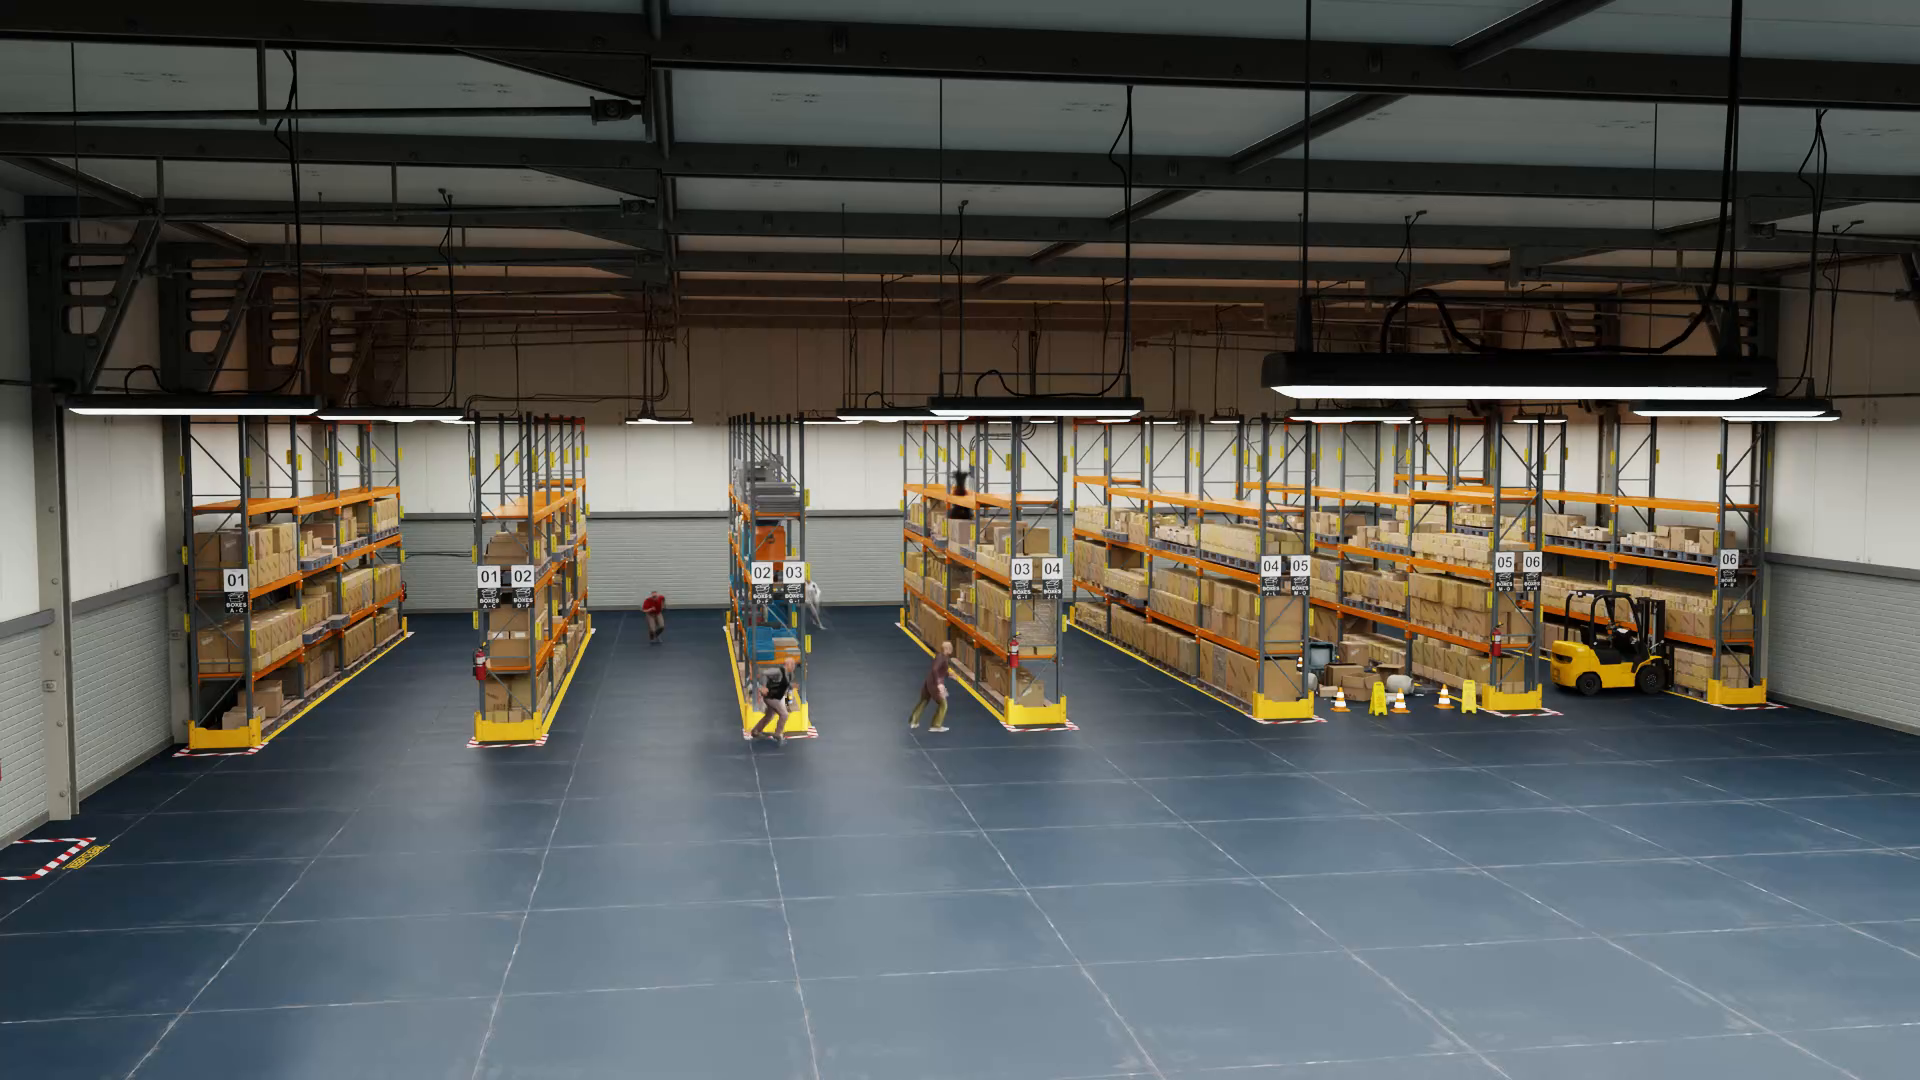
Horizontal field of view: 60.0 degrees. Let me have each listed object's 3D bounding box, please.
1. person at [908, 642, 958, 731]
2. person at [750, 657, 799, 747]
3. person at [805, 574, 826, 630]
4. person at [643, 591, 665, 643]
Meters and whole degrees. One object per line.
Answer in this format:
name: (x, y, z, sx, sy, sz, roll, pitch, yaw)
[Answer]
person: (-0.484, 2.753, 31.306, 0.958, 1.701, 0.759, -1, 4, -18)
person: (-3.360, 2.910, 29.899, 0.988, 1.655, 0.696, 2, 4, 24)
person: (-4.239, 1.728, 47.051, 0.672, 1.596, 0.671, -2, 4, -30)
person: (-8.034, 2.028, 43.748, 0.684, 1.461, 1.009, -2, 4, -26)
